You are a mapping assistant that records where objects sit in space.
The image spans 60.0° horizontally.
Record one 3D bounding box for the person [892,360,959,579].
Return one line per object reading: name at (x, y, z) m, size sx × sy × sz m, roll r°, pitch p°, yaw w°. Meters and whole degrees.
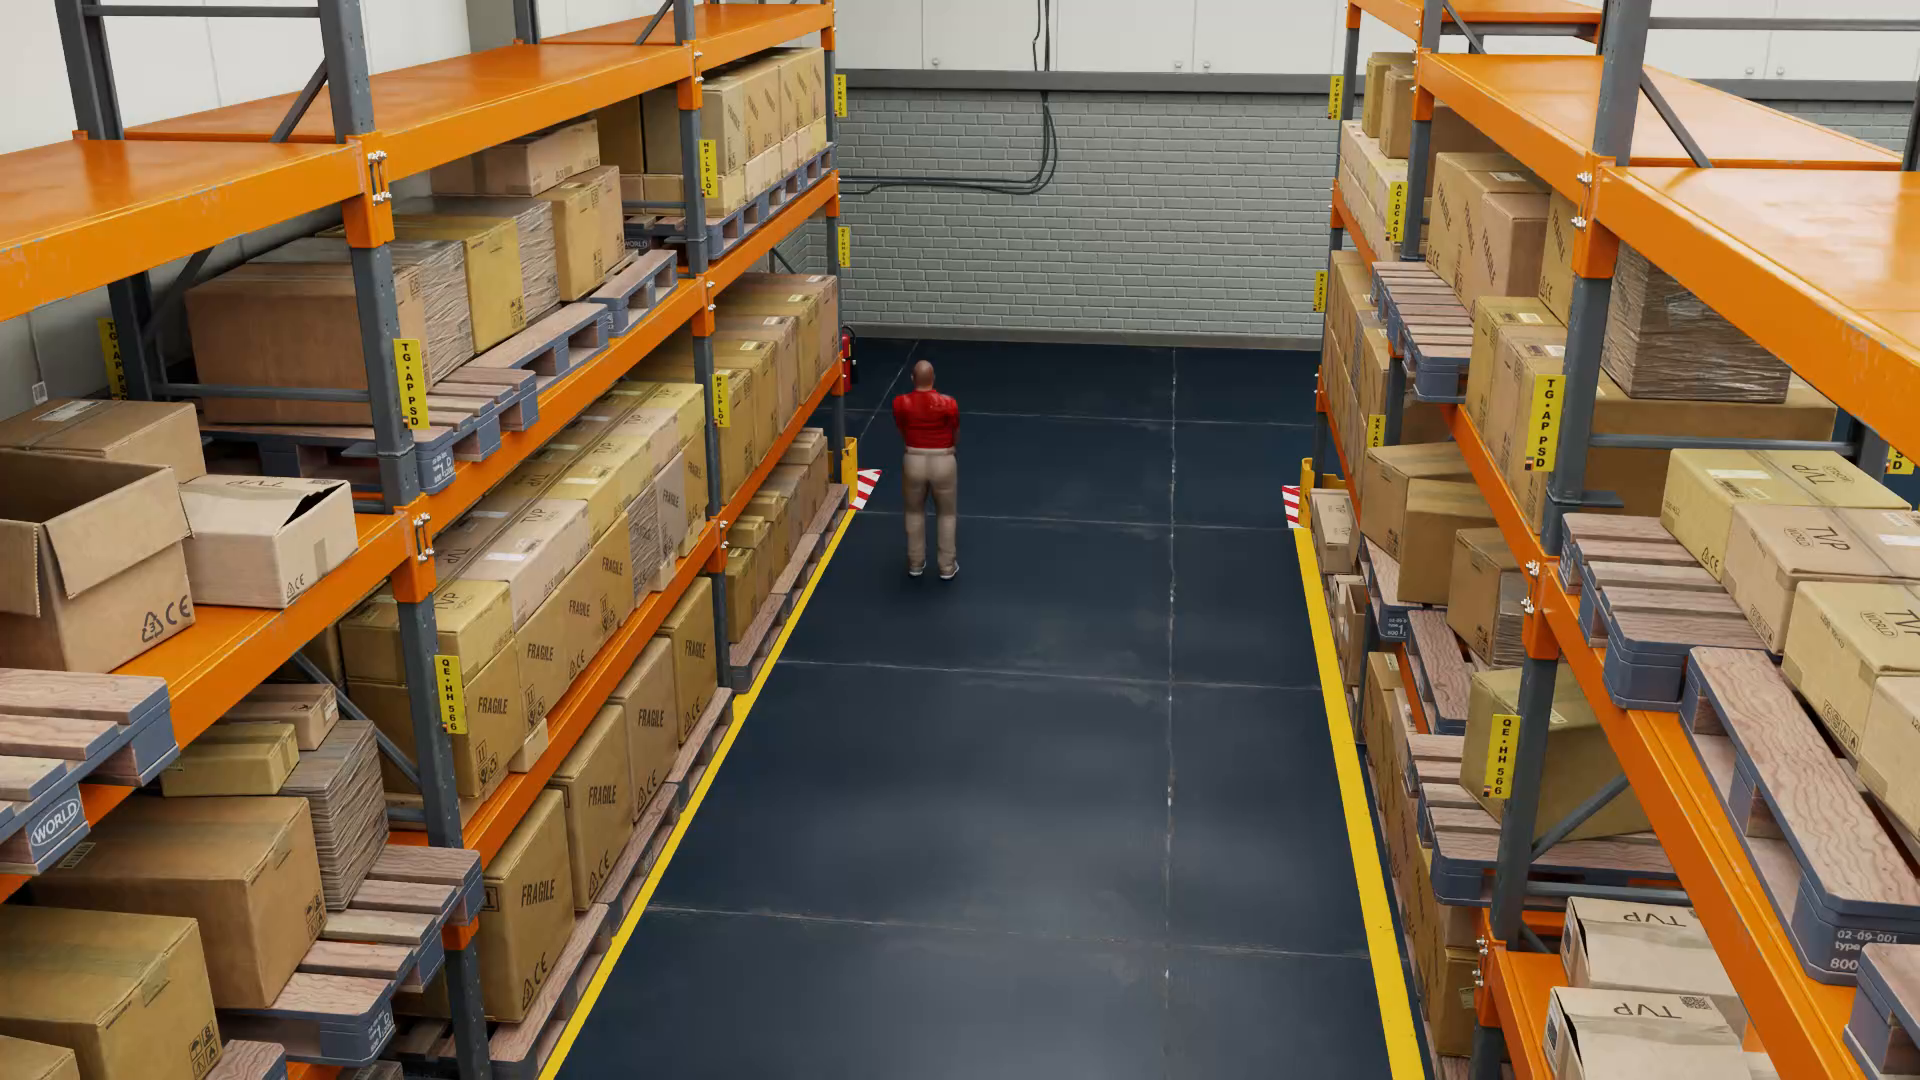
person at (-0.238, -0.565, 12.598) m, size 0.494 × 1.707 × 0.530 m, roll 3°, pitch 21°, yaw 7°
